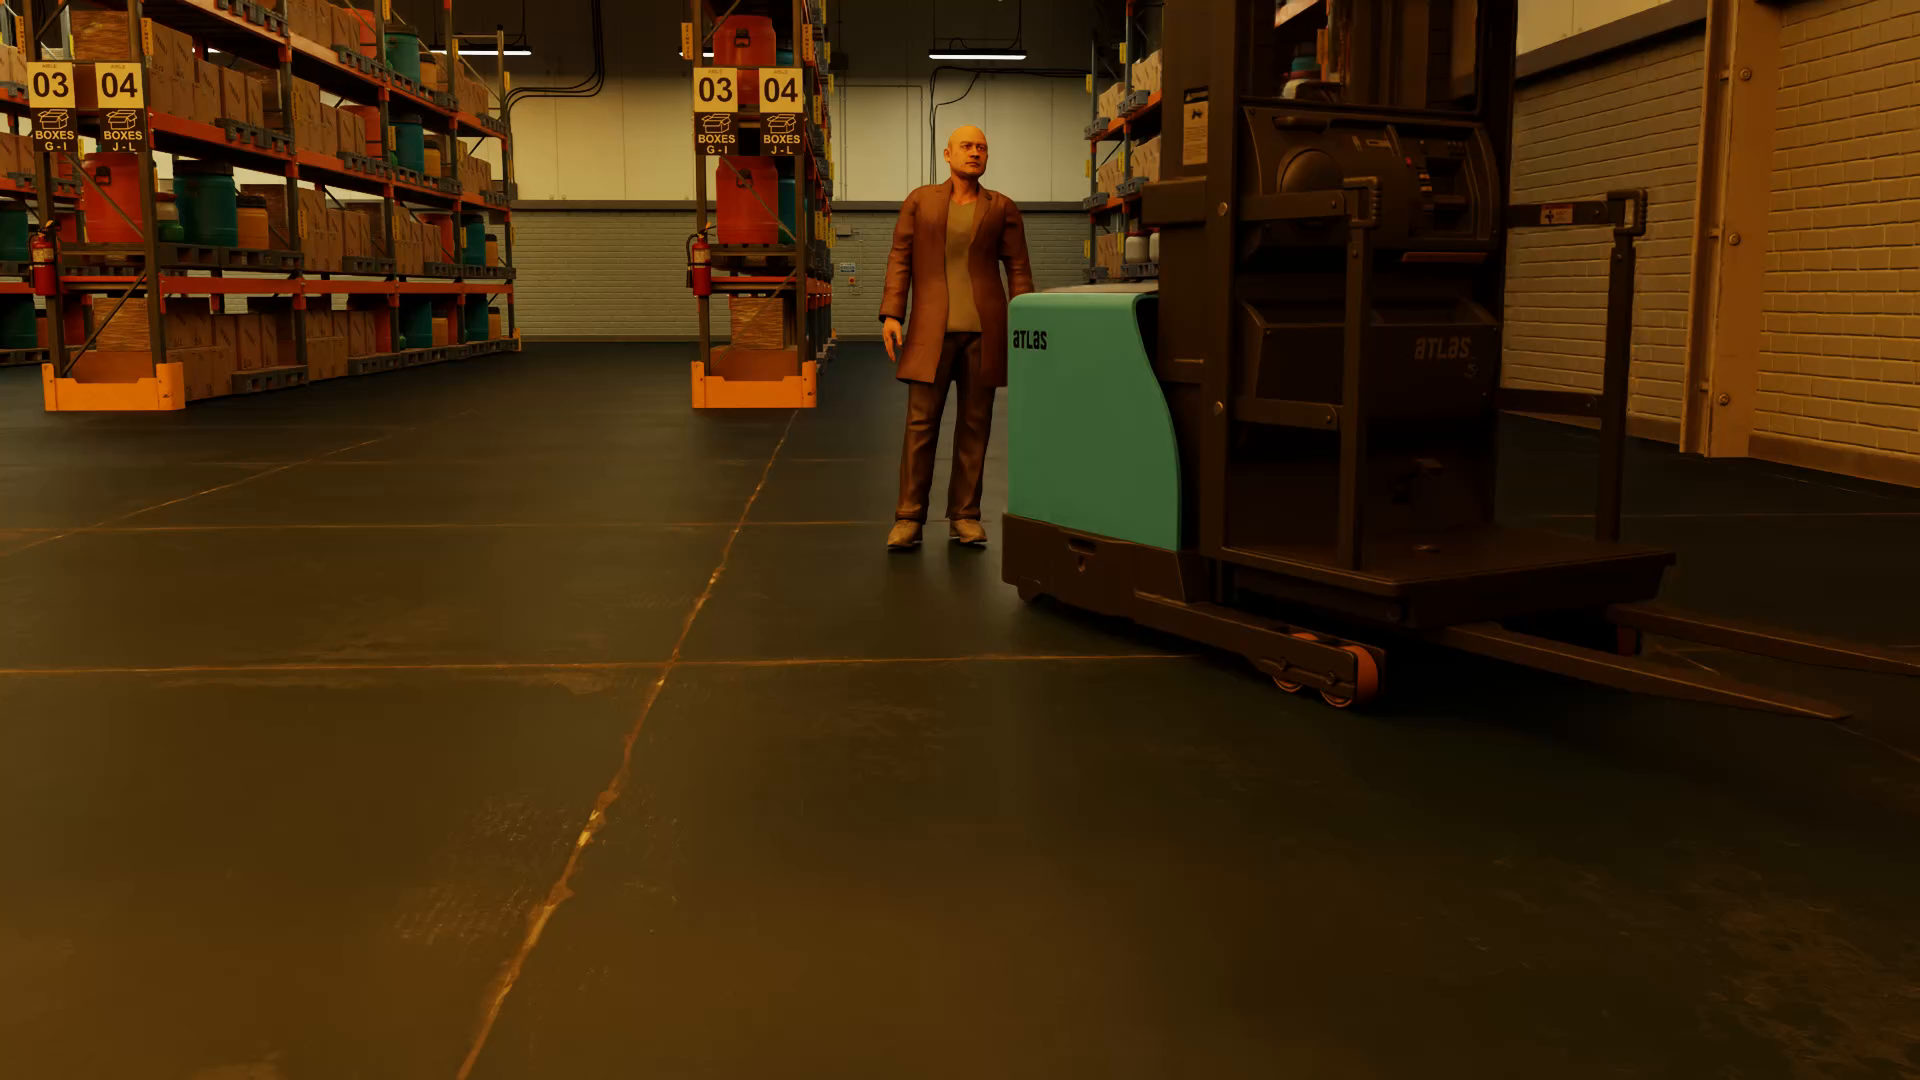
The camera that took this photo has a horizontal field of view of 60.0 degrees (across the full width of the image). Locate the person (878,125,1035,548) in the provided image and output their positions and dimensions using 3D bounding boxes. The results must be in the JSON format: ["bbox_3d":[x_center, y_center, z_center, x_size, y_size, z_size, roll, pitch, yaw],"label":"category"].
[{"bbox_3d":[0.001,-0.873,7.089,0.696,1.775,0.582,-1,8,-4],"label":"person"}]

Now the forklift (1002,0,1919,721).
[{"bbox_3d":[1.313,-1.086,4.645,1.130,2.935,3.031,-5,10,-29],"label":"forklift"}]
